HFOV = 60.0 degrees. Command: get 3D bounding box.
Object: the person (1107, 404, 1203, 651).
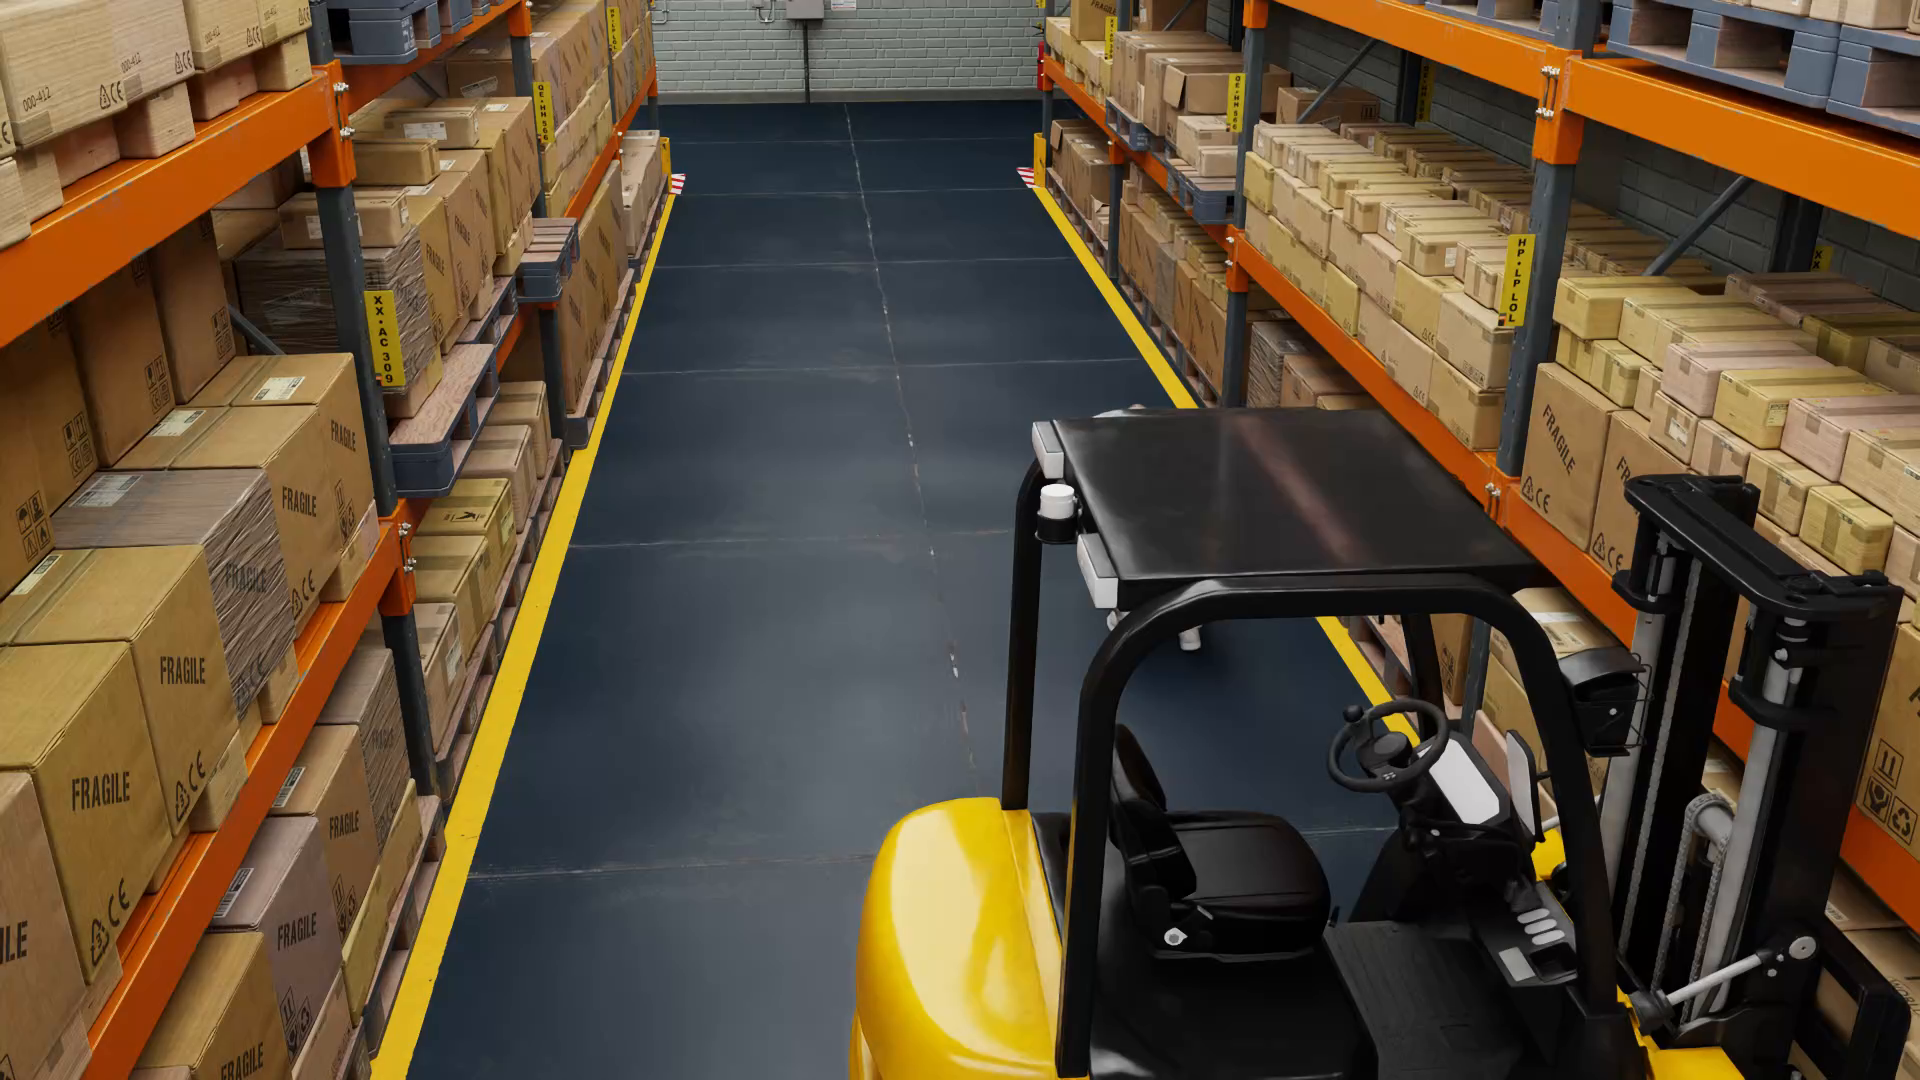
[{"bbox_3d":[0.912,-0.068,7.757,0.579,1.004,0.926,-3,24,-6],"label":"person"}]
